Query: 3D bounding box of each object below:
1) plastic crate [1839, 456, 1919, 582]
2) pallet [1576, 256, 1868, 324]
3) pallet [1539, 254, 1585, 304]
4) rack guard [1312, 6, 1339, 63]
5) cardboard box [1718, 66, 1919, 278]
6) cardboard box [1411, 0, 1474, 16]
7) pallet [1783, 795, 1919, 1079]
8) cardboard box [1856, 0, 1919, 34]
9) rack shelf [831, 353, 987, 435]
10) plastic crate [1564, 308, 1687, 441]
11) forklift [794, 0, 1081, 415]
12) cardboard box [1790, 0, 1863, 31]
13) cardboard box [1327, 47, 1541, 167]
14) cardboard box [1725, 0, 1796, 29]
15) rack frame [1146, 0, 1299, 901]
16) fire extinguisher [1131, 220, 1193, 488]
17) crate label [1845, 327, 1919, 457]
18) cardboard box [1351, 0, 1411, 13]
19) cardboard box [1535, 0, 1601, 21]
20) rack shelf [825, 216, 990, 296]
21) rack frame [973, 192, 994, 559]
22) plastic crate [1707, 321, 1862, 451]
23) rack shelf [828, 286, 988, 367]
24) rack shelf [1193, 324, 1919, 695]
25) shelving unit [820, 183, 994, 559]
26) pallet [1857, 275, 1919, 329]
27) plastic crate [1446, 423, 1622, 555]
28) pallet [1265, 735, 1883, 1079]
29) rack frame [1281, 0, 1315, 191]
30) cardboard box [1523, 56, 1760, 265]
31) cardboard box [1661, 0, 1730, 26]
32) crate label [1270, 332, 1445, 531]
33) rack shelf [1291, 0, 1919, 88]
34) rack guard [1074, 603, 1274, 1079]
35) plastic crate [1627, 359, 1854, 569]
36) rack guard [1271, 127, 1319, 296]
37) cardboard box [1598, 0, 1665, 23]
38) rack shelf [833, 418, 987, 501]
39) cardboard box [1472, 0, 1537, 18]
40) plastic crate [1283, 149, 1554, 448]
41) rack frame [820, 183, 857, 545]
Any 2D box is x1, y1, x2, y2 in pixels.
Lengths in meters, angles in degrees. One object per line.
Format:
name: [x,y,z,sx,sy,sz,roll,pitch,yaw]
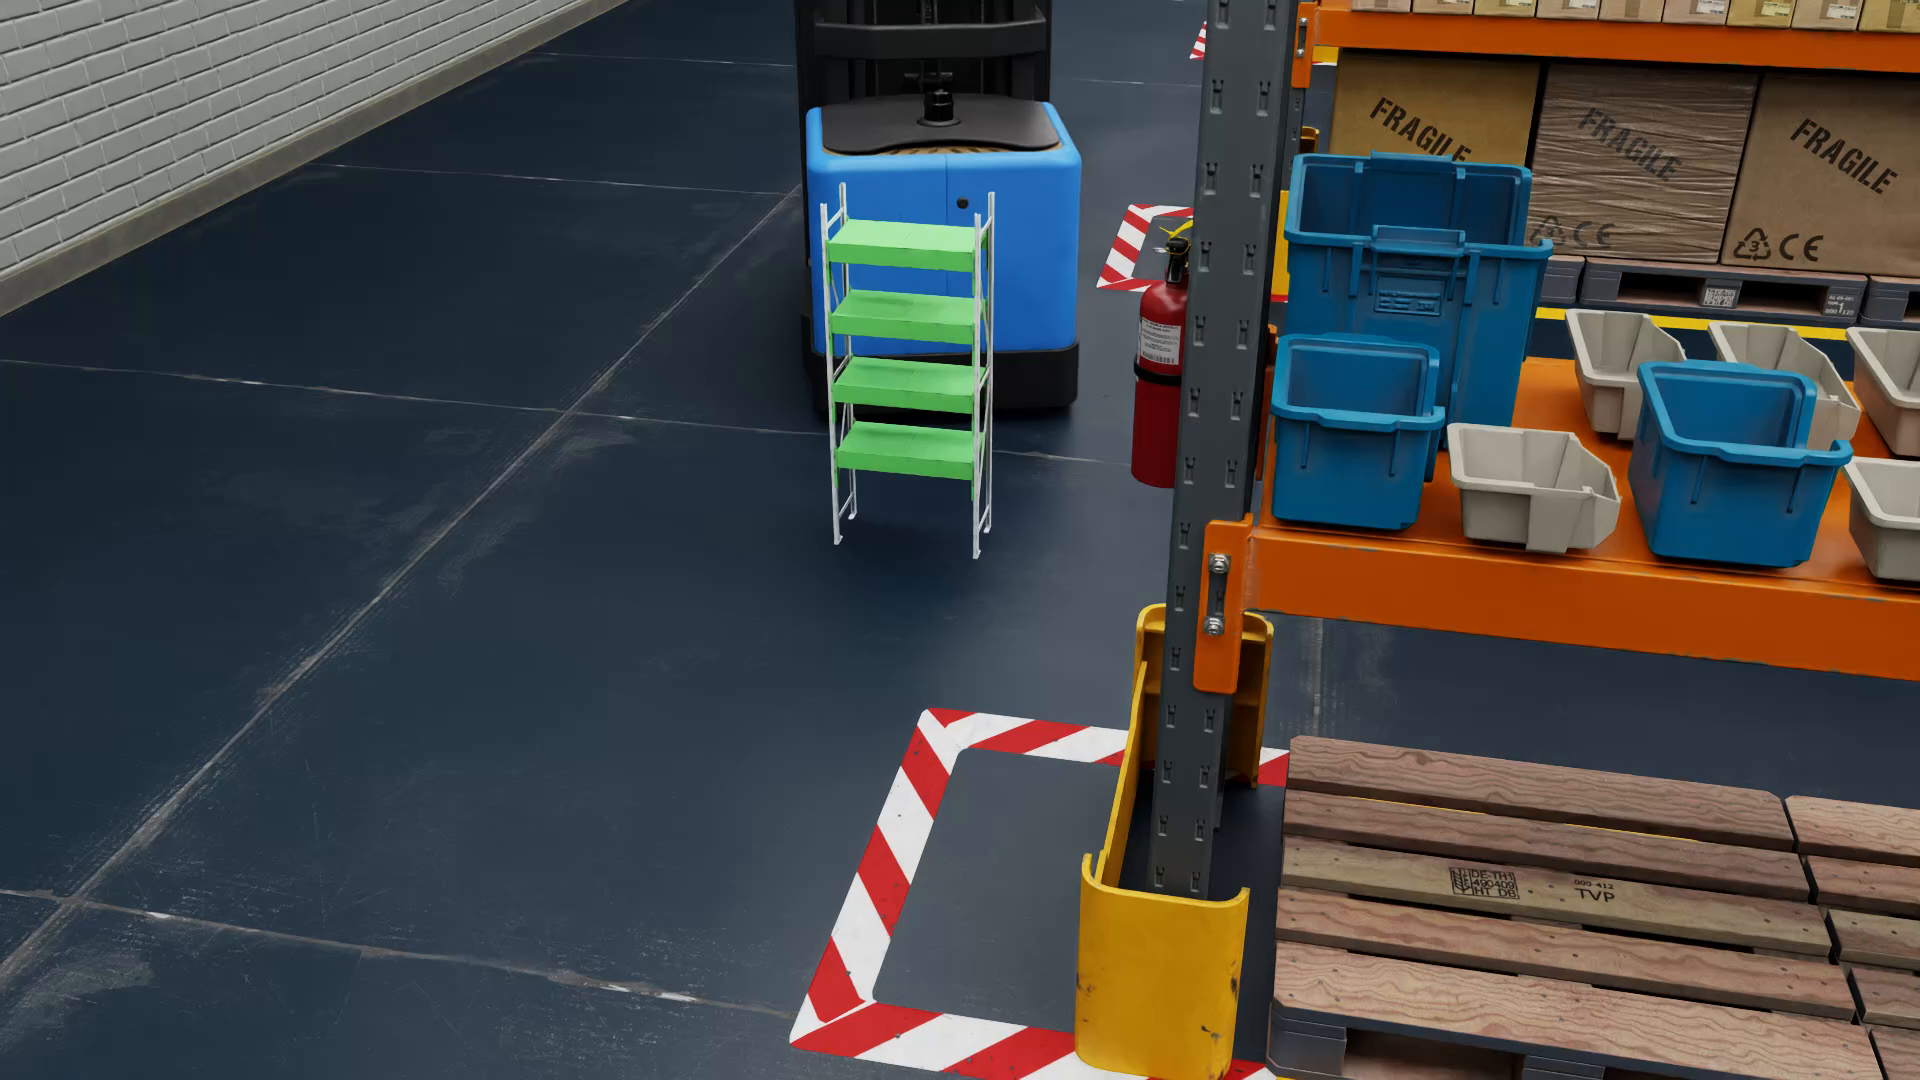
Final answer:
plastic crate: [1.690,-0.019,2.873,0.298,0.136,0.250,6,29,11]
pallet: [3.580,-1.363,8.019,1.213,0.211,1.003,6,29,11]
pallet: [2.390,-1.486,8.245,1.213,0.211,1.003,6,29,11]
rack guard: [2.801,-3.968,12.477,0.348,0.500,1.175,6,29,11]
cardboard box: [3.995,-1.798,7.686,0.875,0.875,0.875,6,29,11]
cardboard box: [2.121,-2.427,7.321,0.250,0.149,0.380,5,29,10]
pallet: [2.545,1.021,3.666,1.213,0.211,1.003,6,29,11]
cardboard box: [3.880,-2.247,6.992,0.250,0.149,0.380,5,29,10]
rack shelf: [-0.162,-0.487,5.523,0.480,0.148,0.258,6,29,11]
plastic crate: [1.393,-0.341,3.461,0.243,0.136,0.396,6,29,11]
forklift: [-0.178,-2.453,7.179,1.130,2.935,3.031,-2,29,-4]
cardboard box: [3.632,-2.273,7.040,0.250,0.149,0.380,6,29,11]
cardboard box: [2.234,-1.978,8.015,0.875,0.875,0.875,6,29,11]
cardboard box: [3.375,-2.298,7.086,0.250,0.149,0.380,5,29,9]
rack frame: [0.558,-0.427,3.406,0.127,3.000,1.000,6,29,11]
fire extinguisher: [0.505,-0.458,3.931,0.183,0.674,0.296,6,29,11]
crate label: [1.951,-0.288,3.365,0.243,0.136,0.396,6,29,11]
cardboard box: [1.870,-2.452,7.367,0.250,0.149,0.380,6,29,11]
cardboard box: [2.627,-2.376,7.228,0.250,0.149,0.380,5,29,10]
rack shelf: [-0.162,-0.908,5.292,0.480,0.148,0.258,6,29,11]
rack frame: [0.077,-0.518,5.447,0.015,1.200,0.240,6,29,11]
plastic crate: [1.673,-0.305,3.395,0.243,0.136,0.396,6,29,11]
rack shelf: [-0.162,-0.697,5.408,0.480,0.148,0.258,6,29,11]
rack shelf: [2.513,0.089,3.212,4.000,0.370,1.077,6,29,11]
shelving unit: [-0.162,-0.543,5.492,0.503,1.200,0.258,6,29,11]
pallet: [4.776,-1.241,7.798,1.213,0.211,1.003,6,29,11]
plastic crate: [1.027,-0.087,2.997,0.298,0.136,0.250,6,29,11]
pallet: [1.356,0.897,3.891,1.213,0.211,1.003,6,29,11]
rack frame: [1.592,-2.753,7.654,0.127,3.000,1.000,6,29,11]
cardboard box: [3.124,-1.887,7.849,0.875,0.875,0.875,6,29,11]
cardboard box: [3.128,-2.324,7.133,0.250,0.149,0.380,6,29,10]
crate label: [0.730,-0.200,3.104,0.303,0.233,0.416,6,29,11]
rack shelf: [3.548,-2.237,7.461,4.000,0.370,1.077,6,29,11]
rack guard: [0.531,0.673,3.999,0.348,0.500,1.175,6,29,11]
plastic crate: [1.374,-0.134,2.983,0.300,0.233,0.416,6,29,11]
rack guard: [1.568,-1.659,8.259,0.348,0.500,1.175,6,29,11]
cardboard box: [2.875,-2.350,7.180,0.250,0.149,0.380,5,29,10]
rack shelf: [-0.162,-0.276,5.638,0.480,0.148,0.258,6,29,11]
cardboard box: [2.372,-2.401,7.274,0.250,0.149,0.380,5,29,9]
plastic crate: [0.924,-0.523,3.482,0.499,0.435,0.616,6,29,11]
rack frame: [-0.401,-0.567,5.537,0.015,1.200,0.240,6,29,11]
